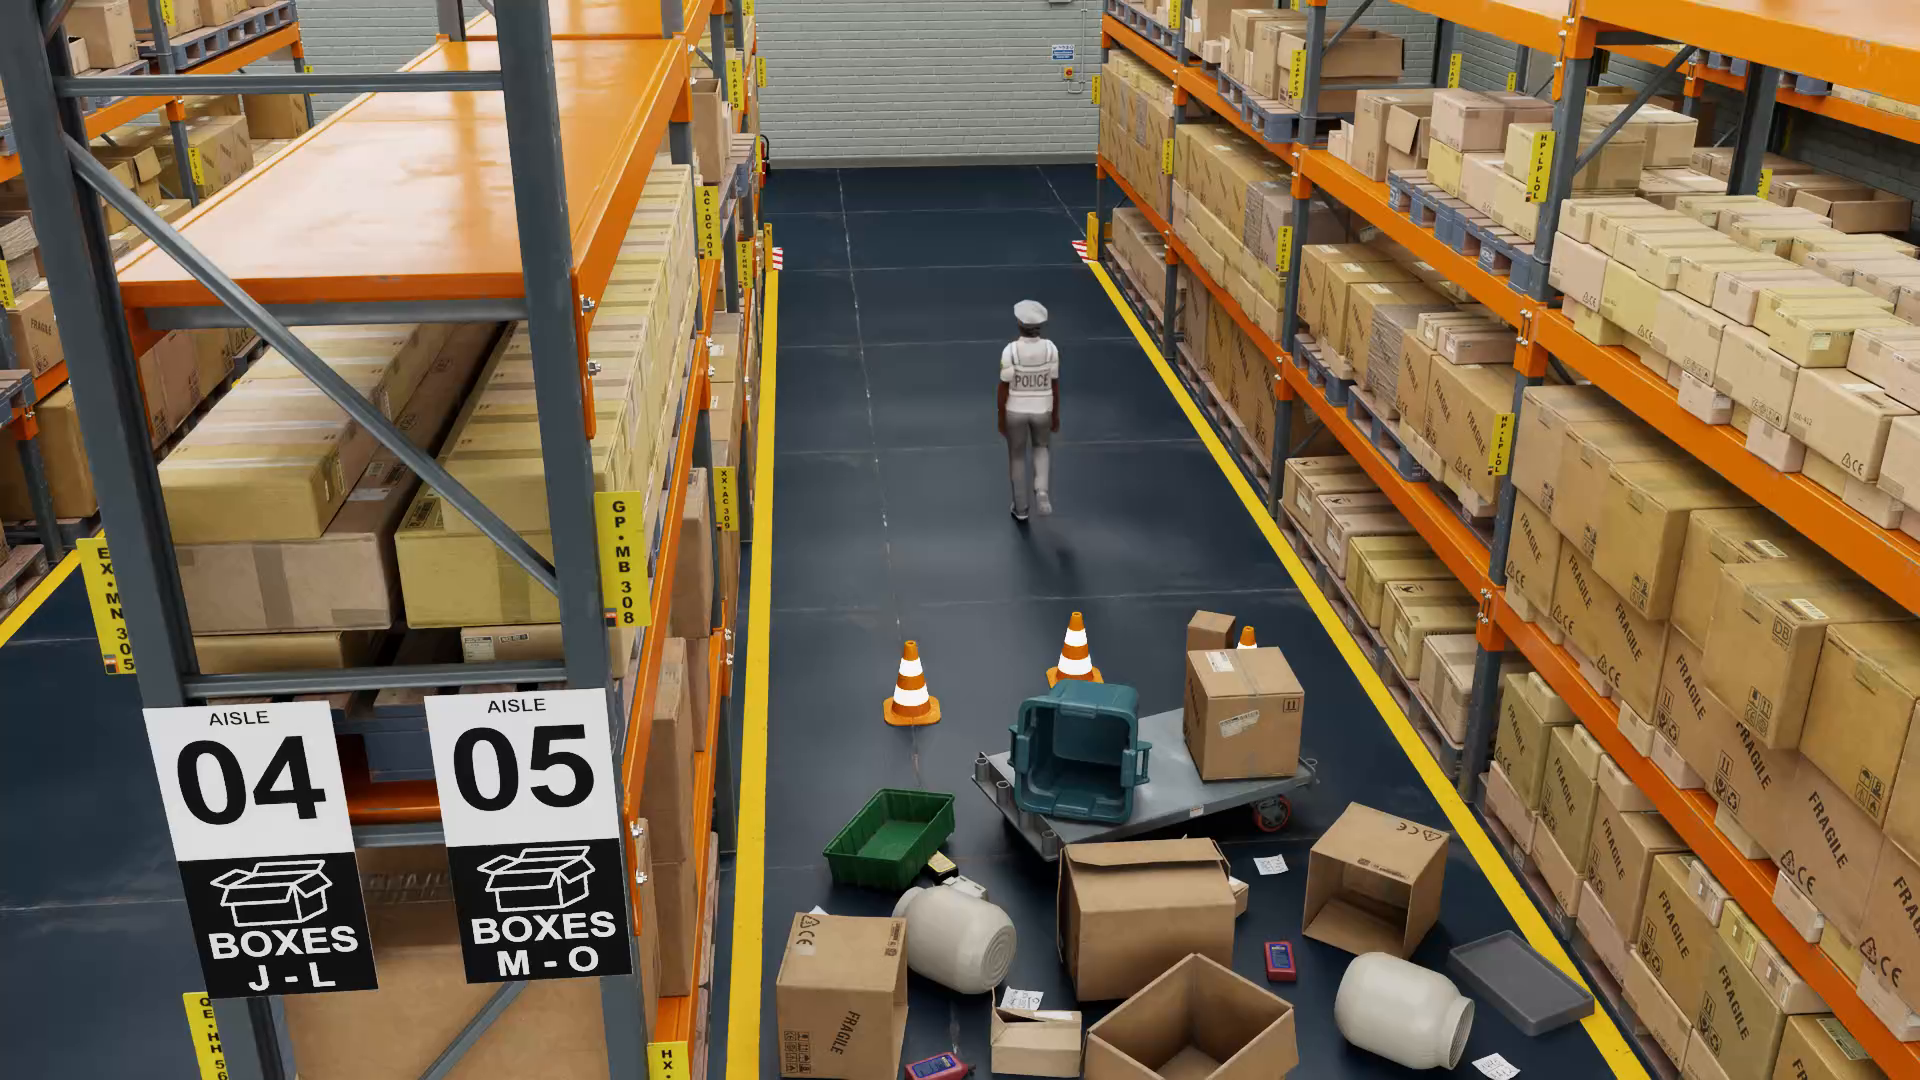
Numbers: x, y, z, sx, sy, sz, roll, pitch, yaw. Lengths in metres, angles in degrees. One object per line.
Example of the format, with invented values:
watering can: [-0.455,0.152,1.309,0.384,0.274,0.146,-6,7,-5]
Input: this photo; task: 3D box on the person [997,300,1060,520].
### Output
person: [0.508,-0.957,12.360,0.476,1.683,0.467,-4,24,-9]
